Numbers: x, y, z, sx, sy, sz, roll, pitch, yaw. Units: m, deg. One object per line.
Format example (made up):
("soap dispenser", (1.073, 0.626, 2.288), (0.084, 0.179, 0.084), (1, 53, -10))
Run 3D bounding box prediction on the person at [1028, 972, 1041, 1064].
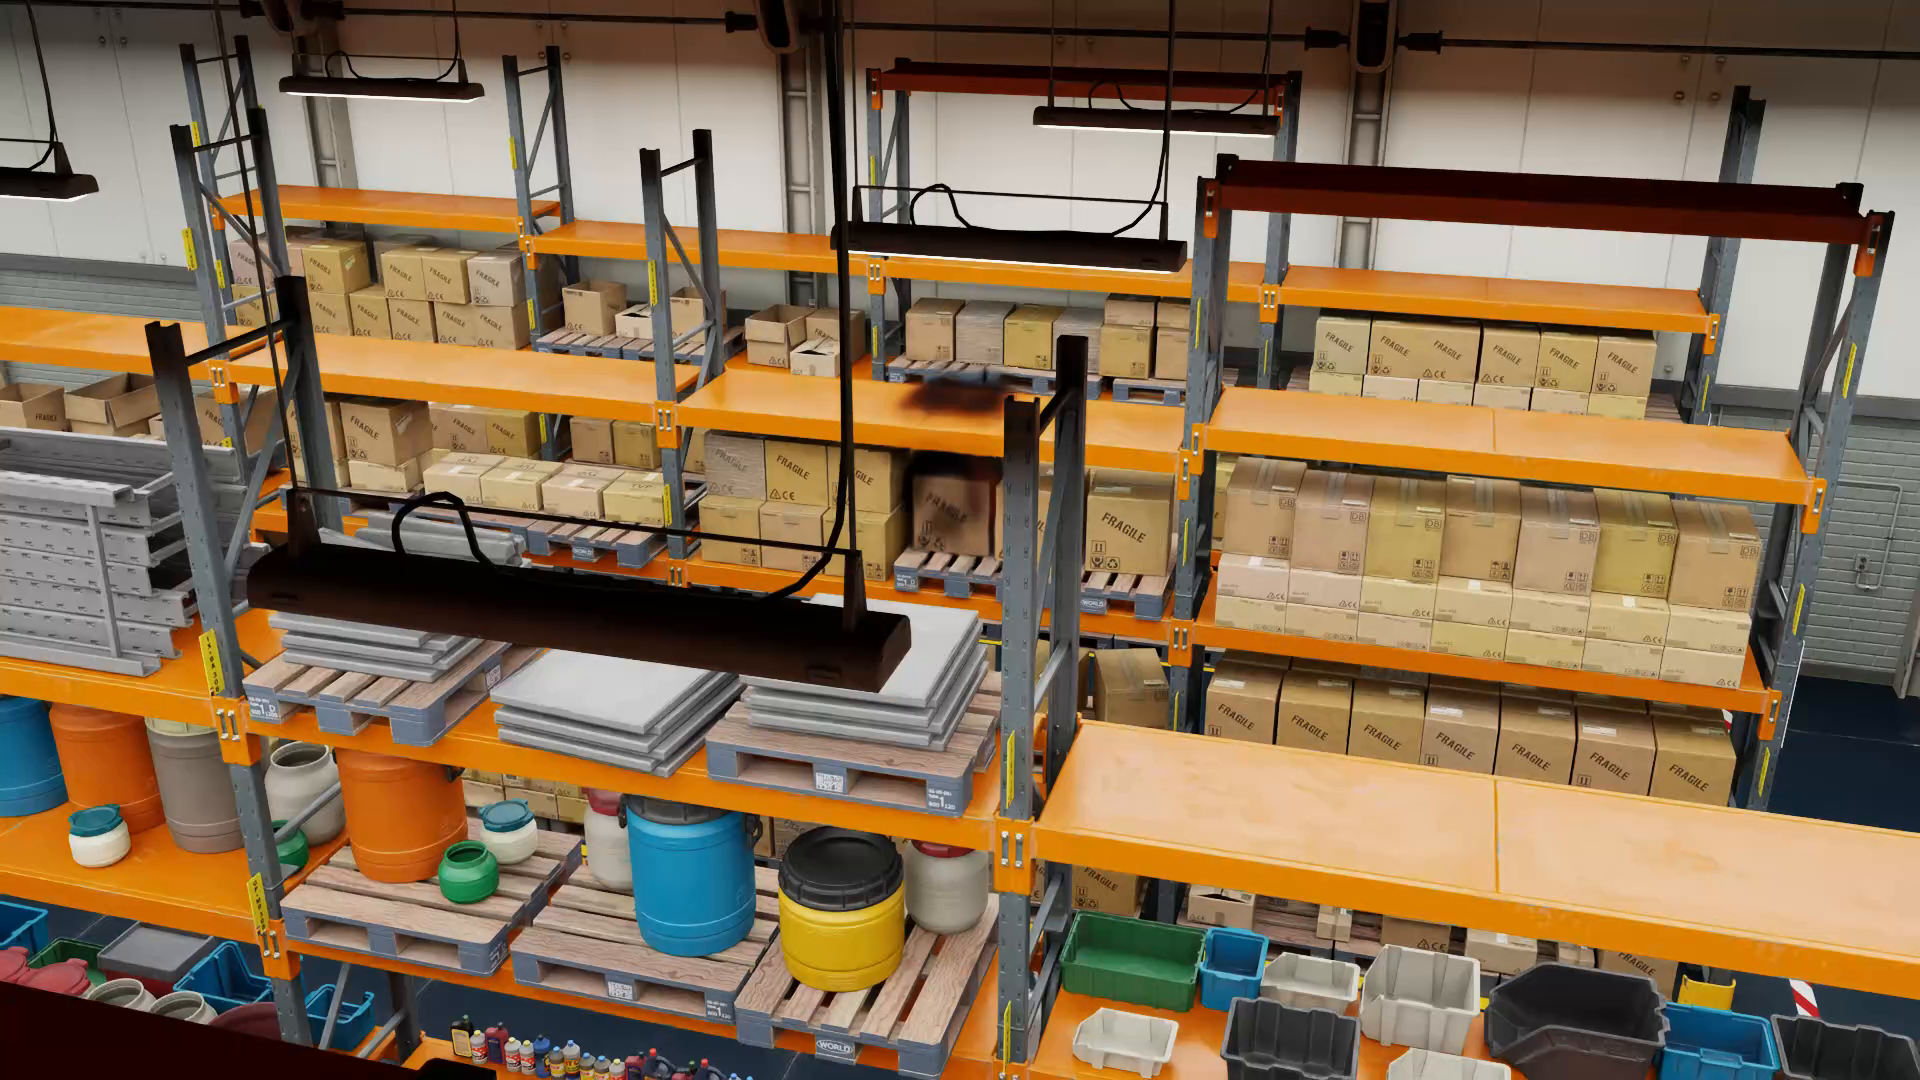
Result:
("person", (0.528, 3.275, 10.285), (0.597, 1.793, 0.456), (9, 24, 21))
